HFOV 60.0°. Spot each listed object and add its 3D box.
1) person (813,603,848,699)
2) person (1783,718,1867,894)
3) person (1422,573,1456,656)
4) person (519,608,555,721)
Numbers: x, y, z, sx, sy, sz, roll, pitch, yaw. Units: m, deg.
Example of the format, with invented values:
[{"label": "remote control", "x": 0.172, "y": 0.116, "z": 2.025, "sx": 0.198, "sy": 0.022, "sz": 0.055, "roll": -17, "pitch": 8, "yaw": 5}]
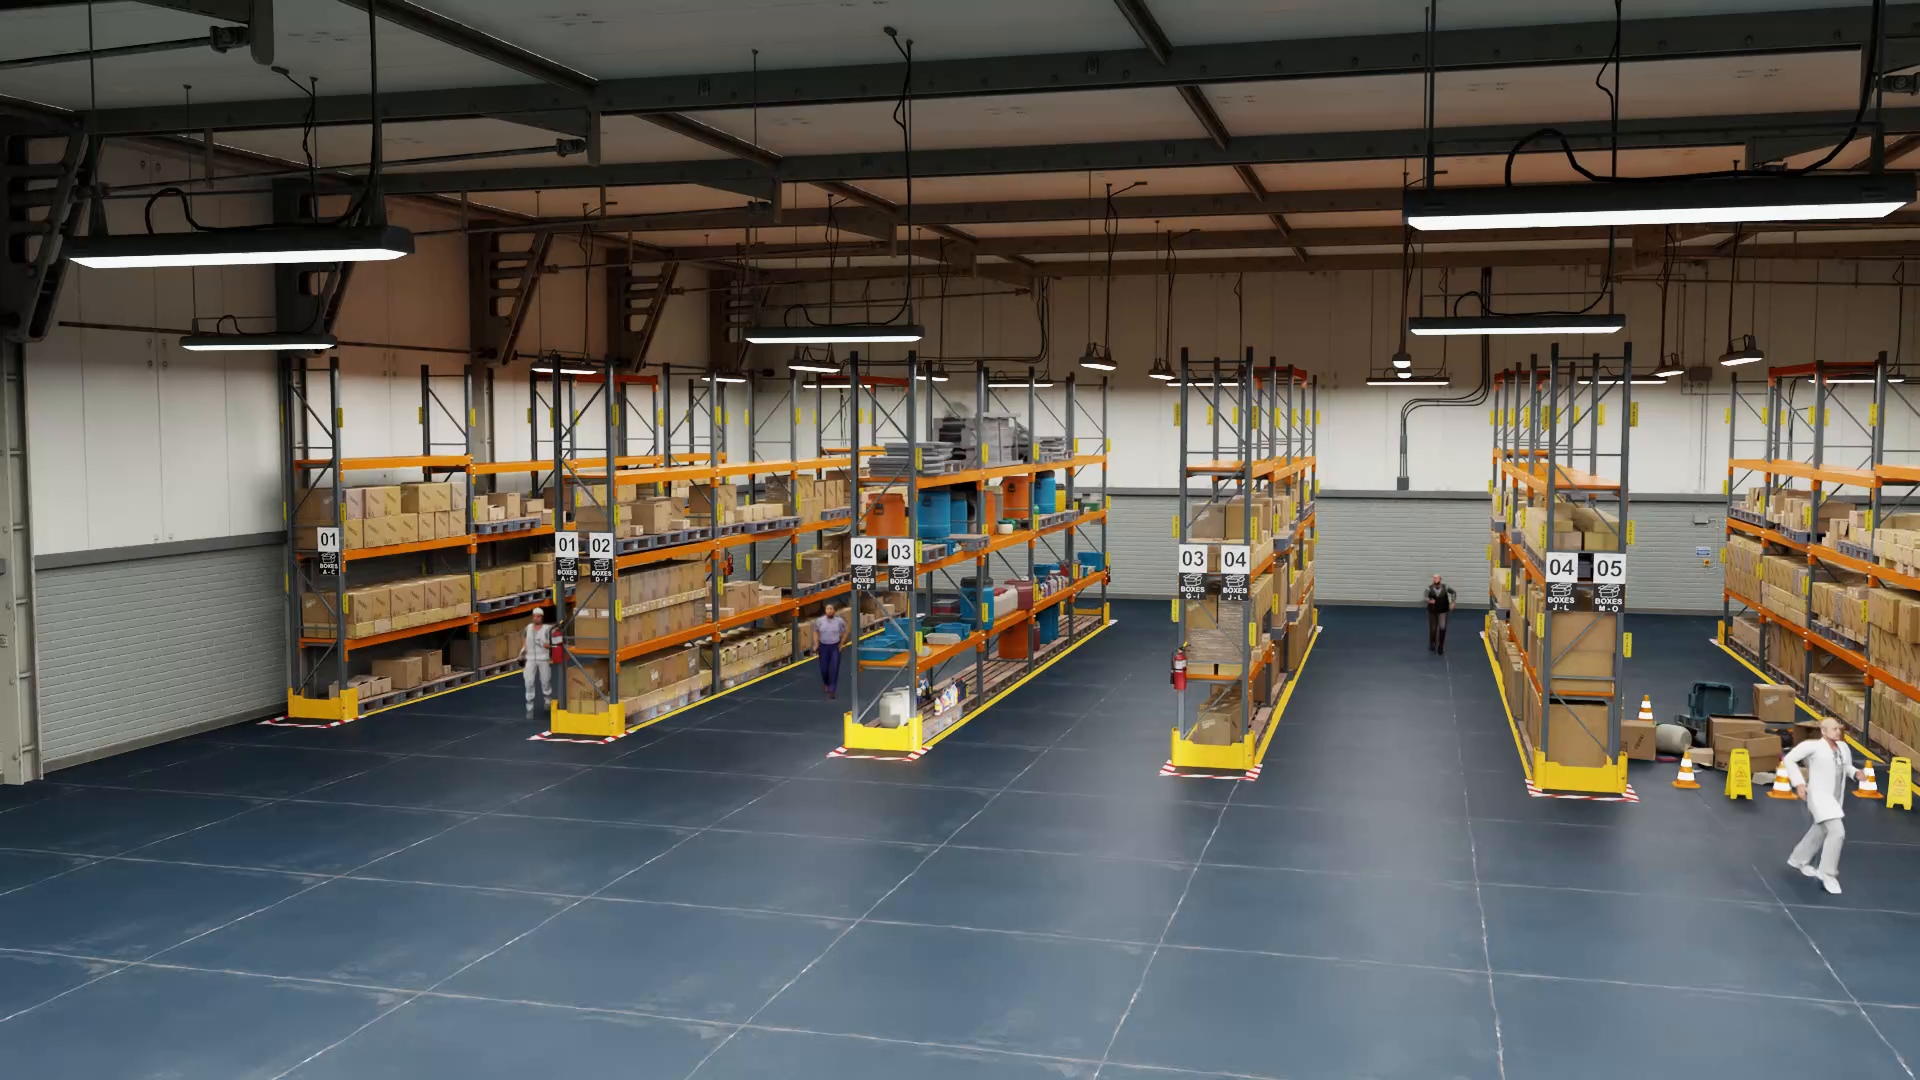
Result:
[{"label": "person", "x": -2.190, "y": 1.862, "z": 28.154, "sx": 0.593, "sy": 1.602, "sz": 0.518, "roll": 0, "pitch": 4, "yaw": 0}, {"label": "person", "x": 9.276, "y": 2.813, "z": 17.818, "sx": 0.667, "sy": 1.839, "sz": 0.859, "roll": -2, "pitch": 5, "yaw": -27}, {"label": "person", "x": 10.110, "y": 1.569, "z": 35.122, "sx": 0.662, "sy": 1.732, "sz": 0.874, "roll": 2, "pitch": 4, "yaw": 20}, {"label": "person", "x": -7.070, "y": 2.049, "z": 27.849, "sx": 0.651, "sy": 1.835, "sz": 0.832, "roll": 0, "pitch": 4, "yaw": -1}]
